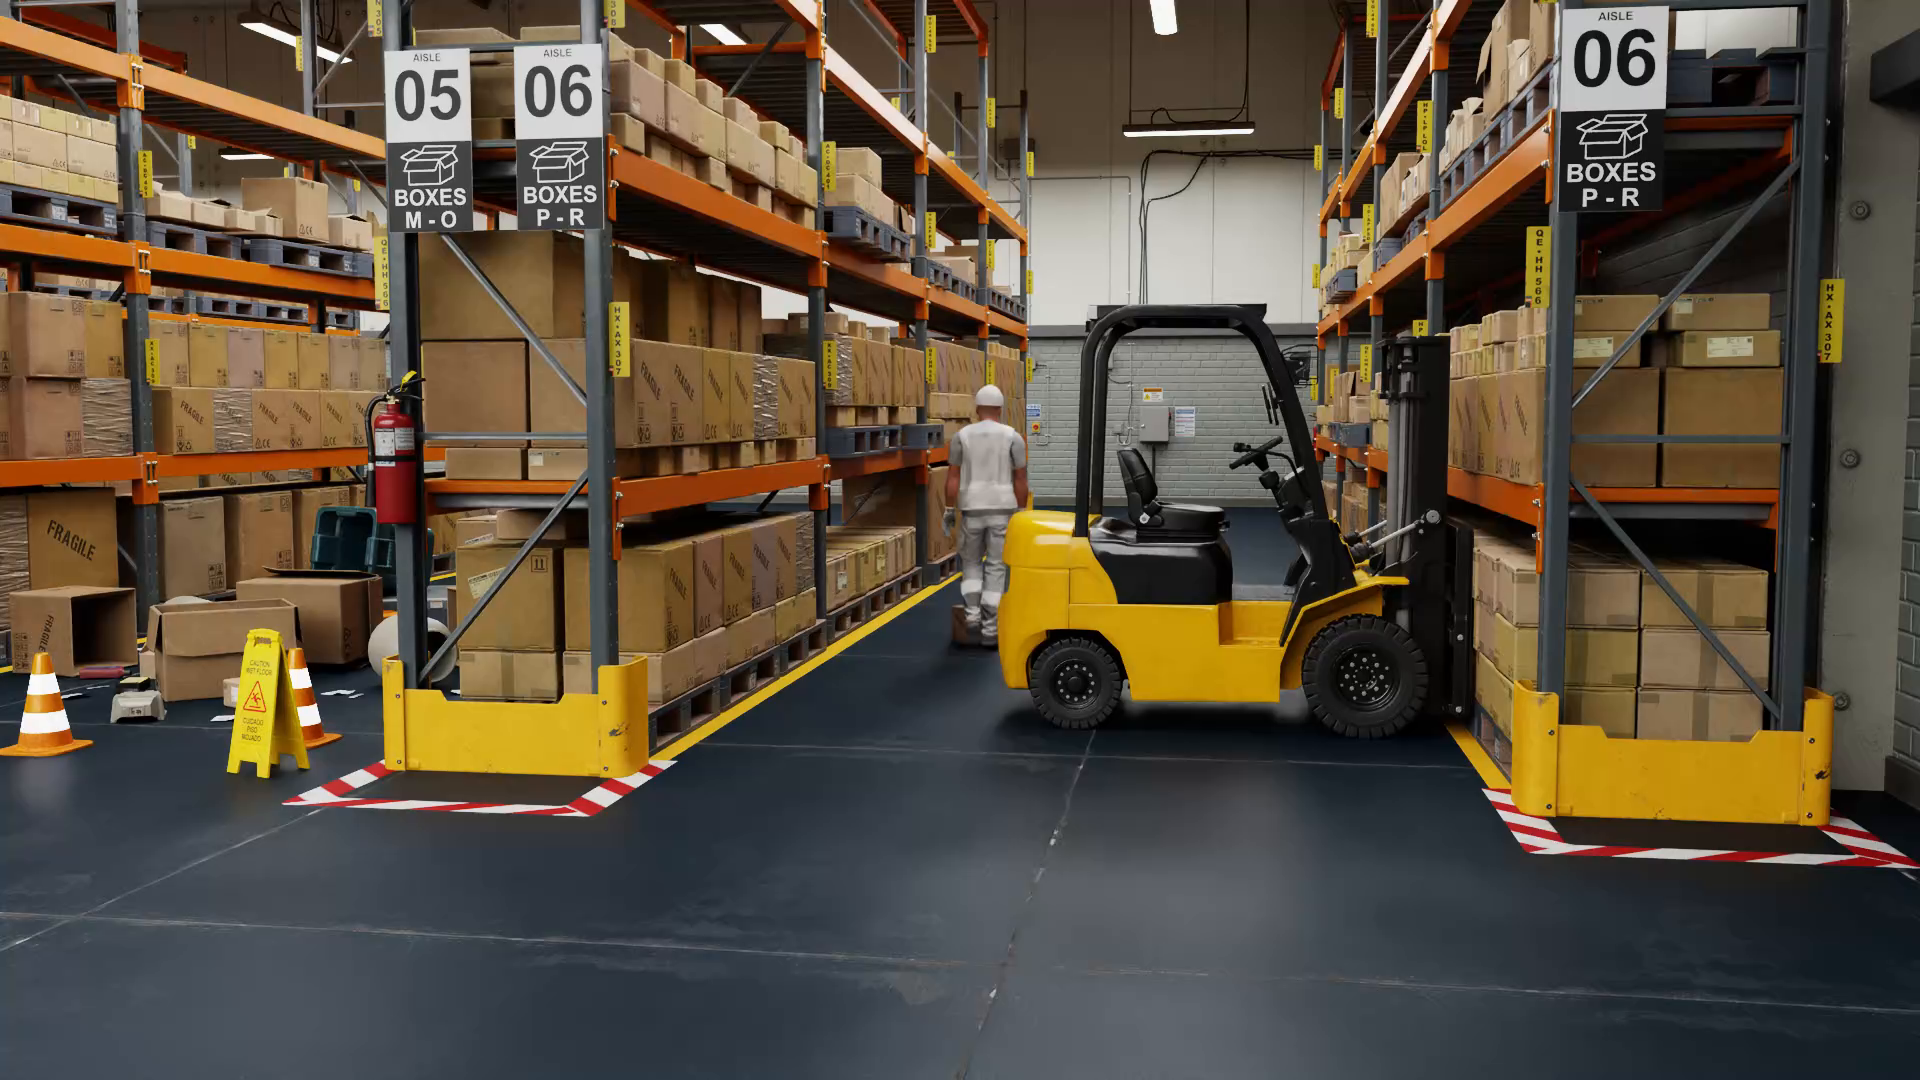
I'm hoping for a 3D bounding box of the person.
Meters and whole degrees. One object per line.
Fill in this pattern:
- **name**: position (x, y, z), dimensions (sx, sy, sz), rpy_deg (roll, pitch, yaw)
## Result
- **person**: position (0.172, -0.147, 11.433), dimensions (0.587, 1.839, 0.475), rpy_deg (1, 4, 9)
